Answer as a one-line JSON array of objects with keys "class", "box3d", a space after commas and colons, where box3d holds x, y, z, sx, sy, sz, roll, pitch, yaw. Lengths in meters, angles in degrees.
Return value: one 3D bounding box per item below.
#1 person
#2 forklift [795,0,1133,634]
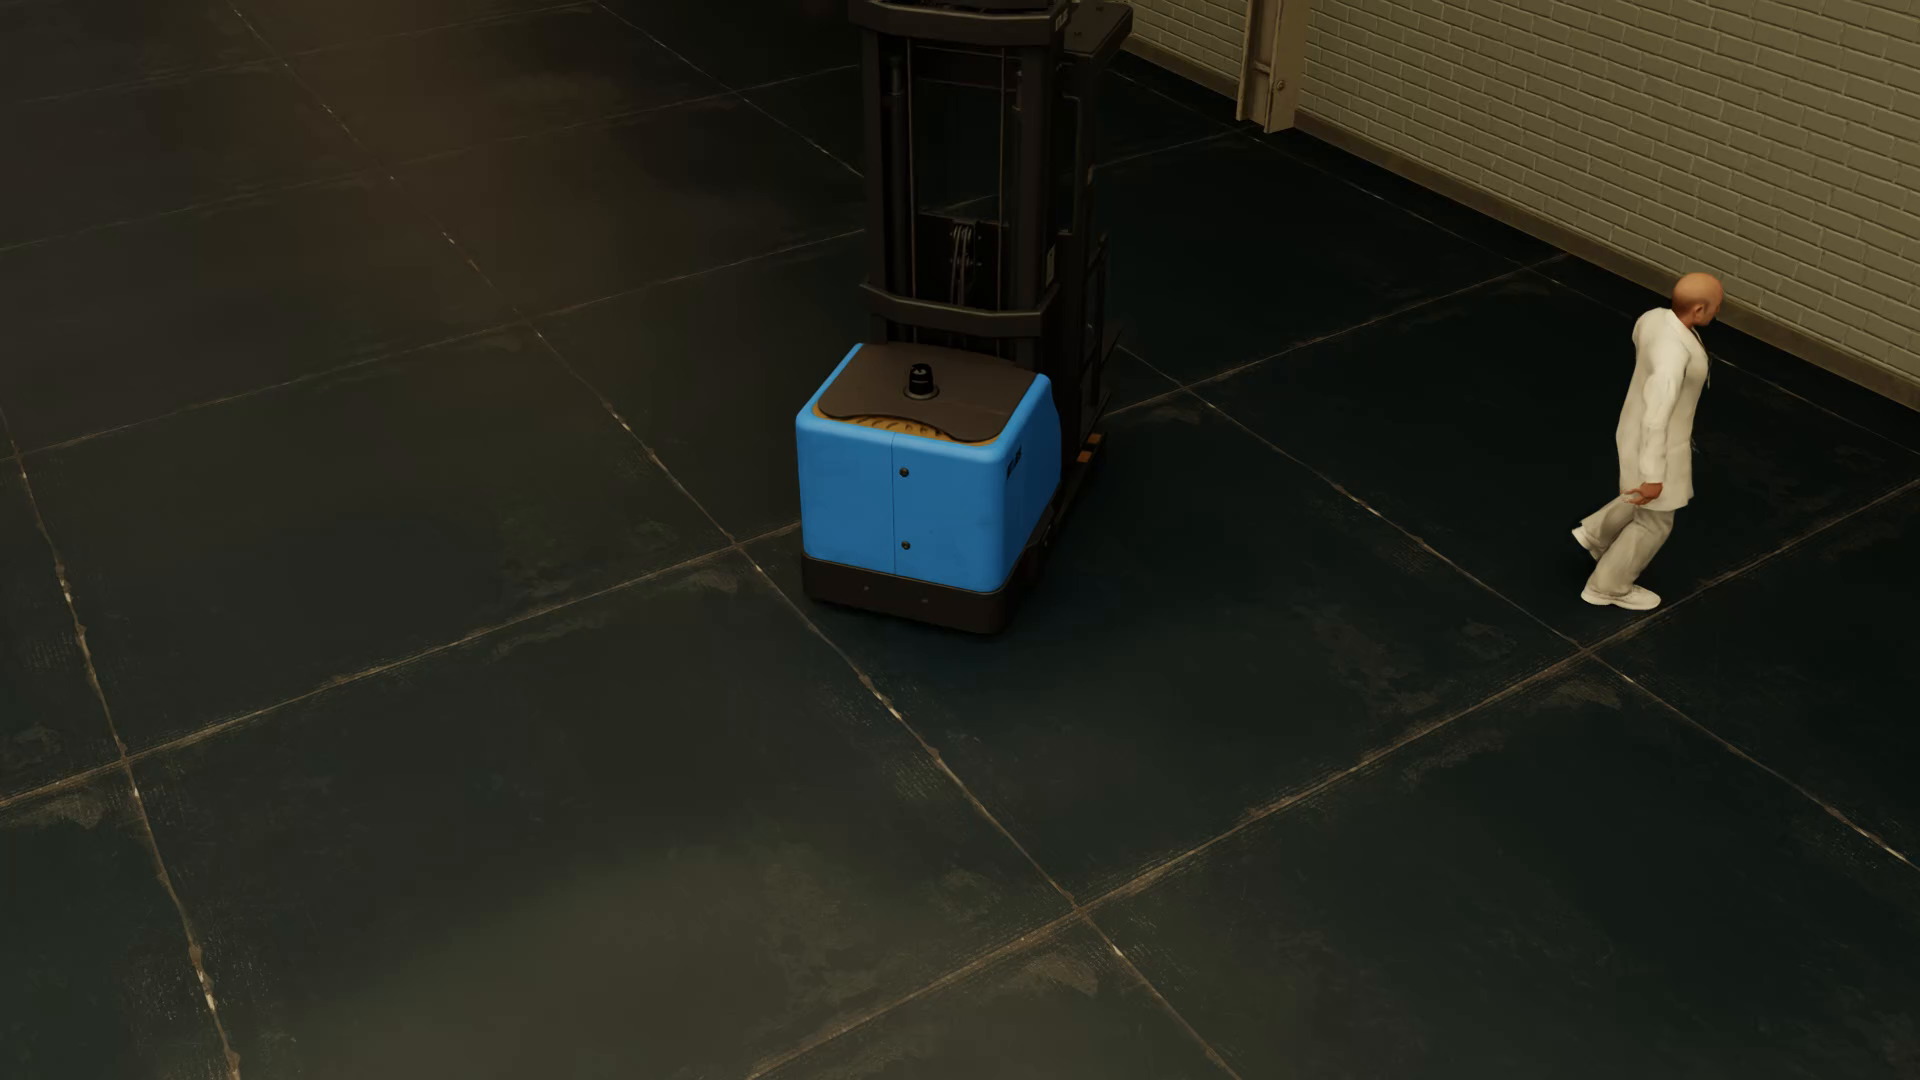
[{"class": "person", "box3d": [3.284, -0.457, 7.820, 0.502, 1.758, 0.765, 4, 35, 5]}, {"class": "forklift", "box3d": [0.185, -1.595, 8.418, 1.130, 2.935, 3.031, 11, 37, 16]}]
